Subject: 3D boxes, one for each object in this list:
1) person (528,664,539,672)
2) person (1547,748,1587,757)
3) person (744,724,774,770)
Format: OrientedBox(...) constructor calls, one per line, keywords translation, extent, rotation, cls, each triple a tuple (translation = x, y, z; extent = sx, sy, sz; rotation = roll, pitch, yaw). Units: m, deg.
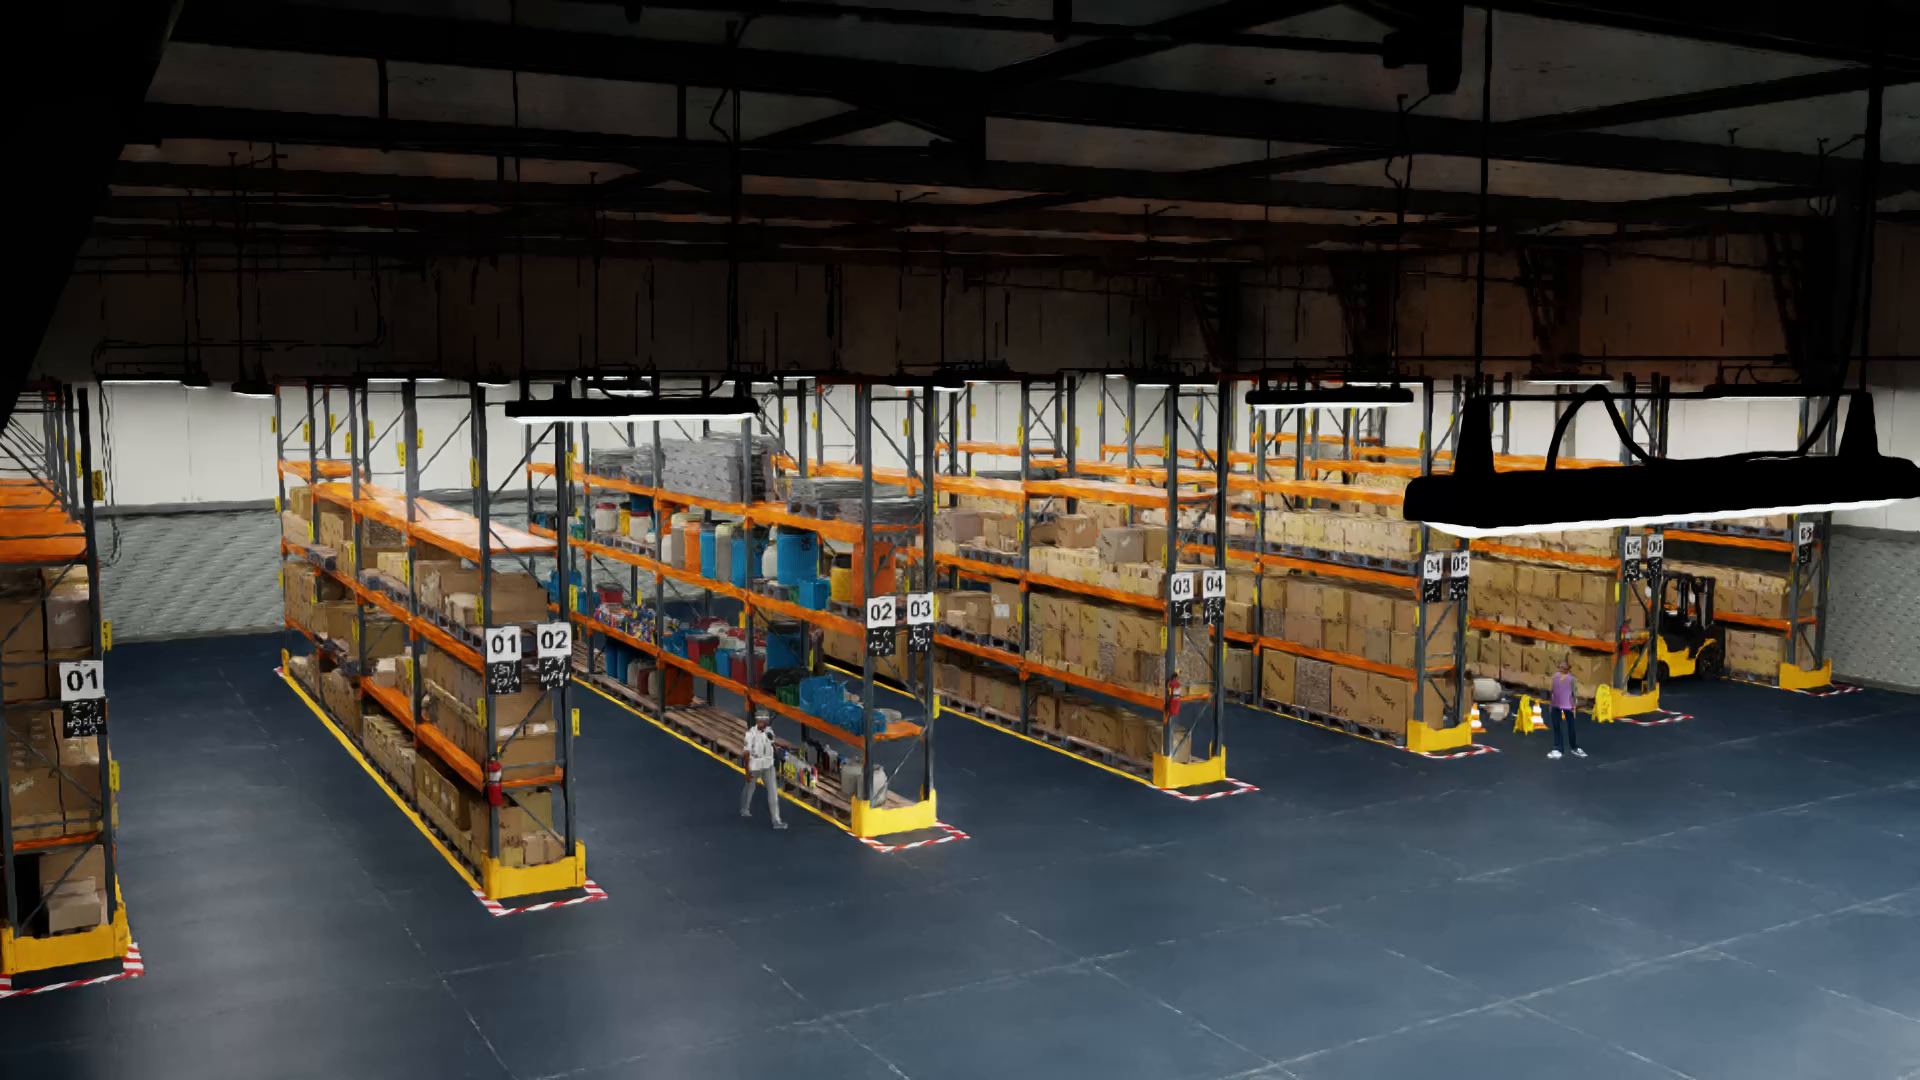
OrientedBox(translation=(-7.647, 2.307, 28.978), extent=(0.729, 1.733, 0.546), rotation=(-4, 7, -32), cls="person")
OrientedBox(translation=(9.686, 3.356, 26.491), extent=(0.546, 0.196, 0.418), rotation=(4, 8, 35), cls="person")
OrientedBox(translation=(-2.719, 2.789, 22.492), extent=(0.435, 0.611, 0.374), rotation=(-3, 7, -27), cls="person")
